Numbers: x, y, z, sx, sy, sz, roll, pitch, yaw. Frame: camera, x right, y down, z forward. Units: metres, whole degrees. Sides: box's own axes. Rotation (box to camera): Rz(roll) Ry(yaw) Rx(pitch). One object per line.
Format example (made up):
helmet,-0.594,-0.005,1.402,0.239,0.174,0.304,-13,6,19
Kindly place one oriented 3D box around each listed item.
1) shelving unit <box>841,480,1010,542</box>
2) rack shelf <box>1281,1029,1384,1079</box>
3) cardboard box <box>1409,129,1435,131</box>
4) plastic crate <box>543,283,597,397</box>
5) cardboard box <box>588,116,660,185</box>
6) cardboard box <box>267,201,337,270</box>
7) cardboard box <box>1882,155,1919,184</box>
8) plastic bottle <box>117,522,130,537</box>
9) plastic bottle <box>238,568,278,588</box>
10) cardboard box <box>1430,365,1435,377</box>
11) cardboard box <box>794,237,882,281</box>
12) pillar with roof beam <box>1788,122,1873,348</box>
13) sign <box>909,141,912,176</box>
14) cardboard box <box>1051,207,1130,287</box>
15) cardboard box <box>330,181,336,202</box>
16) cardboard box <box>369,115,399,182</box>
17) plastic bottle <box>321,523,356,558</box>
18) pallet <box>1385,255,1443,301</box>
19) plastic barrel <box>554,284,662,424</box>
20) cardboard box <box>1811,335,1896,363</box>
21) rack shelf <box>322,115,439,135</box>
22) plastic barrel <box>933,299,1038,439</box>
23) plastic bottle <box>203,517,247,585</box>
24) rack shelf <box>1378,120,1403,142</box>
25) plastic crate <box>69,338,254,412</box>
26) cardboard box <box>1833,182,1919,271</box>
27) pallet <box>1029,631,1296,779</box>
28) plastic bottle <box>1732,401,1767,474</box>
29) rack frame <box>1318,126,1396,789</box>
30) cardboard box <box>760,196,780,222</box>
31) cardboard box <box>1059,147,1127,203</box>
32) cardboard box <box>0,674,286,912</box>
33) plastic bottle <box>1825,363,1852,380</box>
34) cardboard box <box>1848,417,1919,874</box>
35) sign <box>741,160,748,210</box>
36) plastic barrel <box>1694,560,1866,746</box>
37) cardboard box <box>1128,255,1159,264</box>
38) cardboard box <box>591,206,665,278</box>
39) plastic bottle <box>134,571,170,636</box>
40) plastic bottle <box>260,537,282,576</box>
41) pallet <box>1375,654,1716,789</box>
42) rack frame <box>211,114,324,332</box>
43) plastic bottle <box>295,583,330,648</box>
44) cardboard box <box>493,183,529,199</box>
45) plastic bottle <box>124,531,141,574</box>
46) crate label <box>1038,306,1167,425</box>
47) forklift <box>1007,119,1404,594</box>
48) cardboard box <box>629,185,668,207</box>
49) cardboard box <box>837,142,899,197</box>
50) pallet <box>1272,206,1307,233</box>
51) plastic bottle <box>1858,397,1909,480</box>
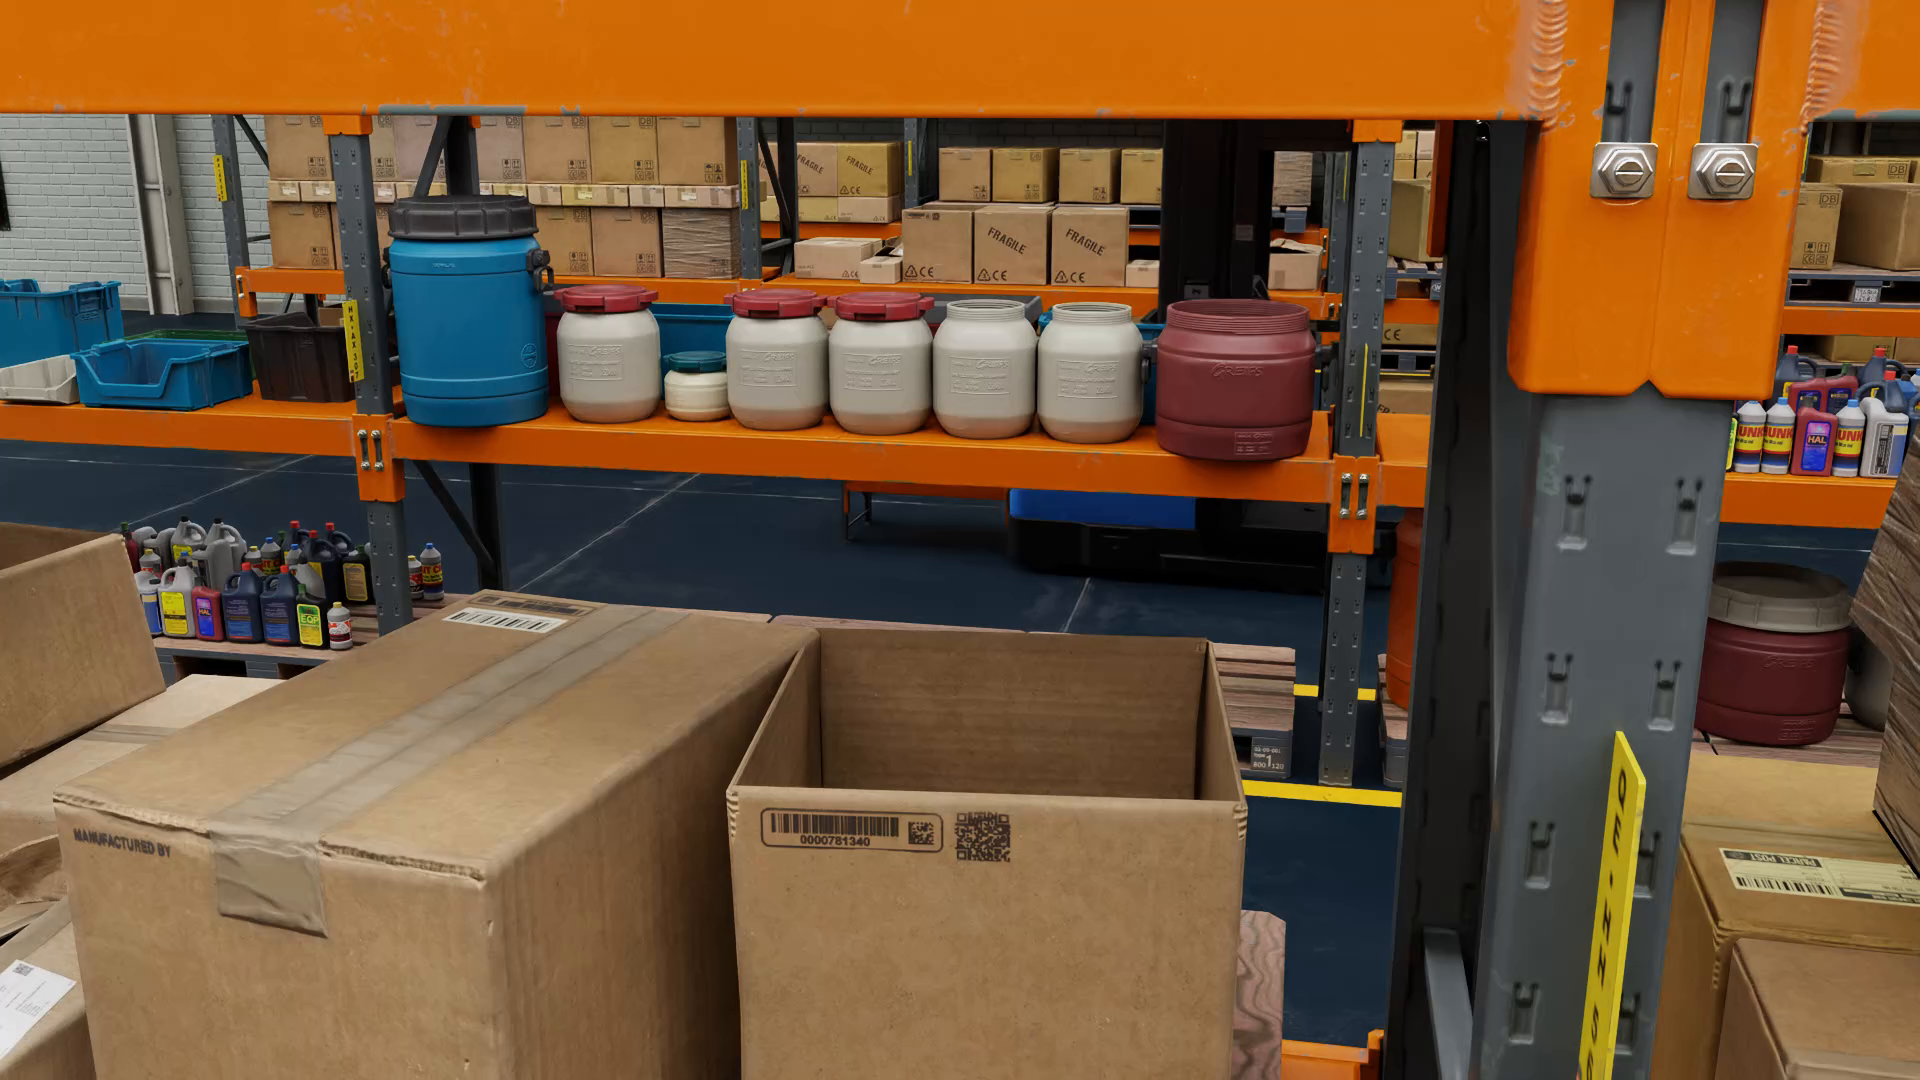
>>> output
shelving unit,-0.138,-0.559,9.903,1.048,1.125,0.538,4,16,14
rack shelf,-1.381,0.927,2.373,4.000,0.370,1.077,3,16,11
cardboard box,4.543,-3.778,15.825,0.500,0.250,0.500,3,16,9
plastic crate,-1.819,-0.906,7.526,0.583,0.464,0.402,3,16,11
cardboard box,-2.295,-2.839,12.004,0.500,0.500,0.700,3,16,11
cardboard box,-4.828,-2.350,12.668,0.500,0.500,0.700,3,16,11
cardboard box,8.702,-3.059,14.853,0.700,0.700,0.980,3,16,10
plastic bottle,-4.269,0.047,8.466,0.133,0.283,0.061,4,16,12
plastic bottle,-3.226,0.270,7.676,0.135,0.276,0.152,3,16,11
cardboard box,3.520,-0.923,11.564,0.500,0.500,0.500,4,16,13
cardboard box,-0.872,-2.030,11.982,0.500,0.250,0.500,4,16,15
pillar with roof beam,7.460,-4.941,10.974,0.400,9.000,9.100,3,16,11
sign,-0.481,-3.688,16.065,0.005,0.325,0.100,3,16,11
cardboard box,0.909,-2.037,11.541,0.500,0.500,0.500,2,16,8
cardboard box,-4.438,-2.586,12.307,0.250,0.149,0.380,3,16,11
cardboard box,-4.260,-2.946,12.389,0.500,0.500,0.700,3,16,10
plastic bottle,-3.063,0.092,8.180,0.185,0.351,0.144,4,16,13
pallet,3.234,-1.794,11.209,1.003,0.211,1.213,3,16,11
plastic barrel,-1.460,-0.779,6.929,0.433,0.535,0.433,0,15,0
cardboard box,8.172,-1.919,15.195,0.500,0.500,0.700,3,16,12
rack shelf,-4.314,-2.027,7.418,4.000,0.370,1.077,3,16,11
plastic barrel,0.102,-0.684,6.632,0.421,0.512,0.421,0,15,0
plastic bottle,-3.664,0.059,8.298,0.185,0.351,0.144,3,16,11
rack shelf,3.525,-1.601,5.882,4.000,0.370,1.077,3,16,11
plastic crate,-3.493,-0.738,7.314,0.616,0.251,0.499,3,16,11
cardboard box,6.056,-2.026,10.712,0.500,0.500,0.700,-2,16,-8
pallet,0.814,0.684,7.128,1.213,0.211,1.003,3,16,11
plastic bottle,2.844,-0.382,5.992,0.097,0.271,0.097,0,15,0
rack frame,1.566,-0.609,6.570,0.127,3.000,1.000,3,16,11
cardboard box,-1.887,-3.348,16.702,0.500,0.250,0.500,3,16,11
cardboard box,1.310,-3.579,16.281,0.500,0.500,0.700,5,16,19
cardboard box,-1.018,0.408,2.396,0.500,0.250,0.500,3,16,10
plastic bottle,3.479,-0.565,6.630,0.133,0.283,0.061,3,16,11
cardboard box,1.292,0.199,1.590,0.637,0.503,0.797,4,16,13
sign,-1.473,-2.427,11.365,0.005,0.325,0.100,3,16,11
plastic barrel,3.155,0.433,6.541,0.708,0.588,0.600,3,16,11
cardboard box,1.773,-2.666,16.453,0.500,0.250,0.500,3,16,11
cardboard box,-2.318,-2.213,12.176,0.500,0.500,0.700,3,16,11
plastic bottle,-3.706,0.283,7.628,0.135,0.276,0.152,3,16,12
plastic bottle,-3.399,0.122,8.220,0.097,0.271,0.097,0,15,0
pallet,2.346,0.766,6.830,1.213,0.211,1.003,3,16,11
rack frame,-5.283,-2.330,12.783,0.127,3.000,1.000,3,16,11
plastic bottle,-2.891,0.336,7.423,0.133,0.283,0.061,4,16,14
cardboard box,-3.178,-2.517,12.059,0.250,0.149,0.380,4,16,13
plastic bottle,-4.166,0.094,8.297,0.133,0.283,0.061,3,16,11
crate label,0.646,-0.749,7.012,0.616,0.435,0.502,3,16,11
forklift,1.842,-1.270,9.087,3.031,2.935,1.130,4,16,14
cardboard box,-2.172,-2.463,11.863,0.250,0.149,0.380,3,16,9
cardboard box,-0.905,-3.656,16.410,0.500,0.500,0.500,3,16,11
pallet,2.820,-3.118,15.988,1.003,0.211,1.213,3,16,11
plastic bottle,3.284,-0.367,5.932,0.135,0.276,0.152,3,16,11
